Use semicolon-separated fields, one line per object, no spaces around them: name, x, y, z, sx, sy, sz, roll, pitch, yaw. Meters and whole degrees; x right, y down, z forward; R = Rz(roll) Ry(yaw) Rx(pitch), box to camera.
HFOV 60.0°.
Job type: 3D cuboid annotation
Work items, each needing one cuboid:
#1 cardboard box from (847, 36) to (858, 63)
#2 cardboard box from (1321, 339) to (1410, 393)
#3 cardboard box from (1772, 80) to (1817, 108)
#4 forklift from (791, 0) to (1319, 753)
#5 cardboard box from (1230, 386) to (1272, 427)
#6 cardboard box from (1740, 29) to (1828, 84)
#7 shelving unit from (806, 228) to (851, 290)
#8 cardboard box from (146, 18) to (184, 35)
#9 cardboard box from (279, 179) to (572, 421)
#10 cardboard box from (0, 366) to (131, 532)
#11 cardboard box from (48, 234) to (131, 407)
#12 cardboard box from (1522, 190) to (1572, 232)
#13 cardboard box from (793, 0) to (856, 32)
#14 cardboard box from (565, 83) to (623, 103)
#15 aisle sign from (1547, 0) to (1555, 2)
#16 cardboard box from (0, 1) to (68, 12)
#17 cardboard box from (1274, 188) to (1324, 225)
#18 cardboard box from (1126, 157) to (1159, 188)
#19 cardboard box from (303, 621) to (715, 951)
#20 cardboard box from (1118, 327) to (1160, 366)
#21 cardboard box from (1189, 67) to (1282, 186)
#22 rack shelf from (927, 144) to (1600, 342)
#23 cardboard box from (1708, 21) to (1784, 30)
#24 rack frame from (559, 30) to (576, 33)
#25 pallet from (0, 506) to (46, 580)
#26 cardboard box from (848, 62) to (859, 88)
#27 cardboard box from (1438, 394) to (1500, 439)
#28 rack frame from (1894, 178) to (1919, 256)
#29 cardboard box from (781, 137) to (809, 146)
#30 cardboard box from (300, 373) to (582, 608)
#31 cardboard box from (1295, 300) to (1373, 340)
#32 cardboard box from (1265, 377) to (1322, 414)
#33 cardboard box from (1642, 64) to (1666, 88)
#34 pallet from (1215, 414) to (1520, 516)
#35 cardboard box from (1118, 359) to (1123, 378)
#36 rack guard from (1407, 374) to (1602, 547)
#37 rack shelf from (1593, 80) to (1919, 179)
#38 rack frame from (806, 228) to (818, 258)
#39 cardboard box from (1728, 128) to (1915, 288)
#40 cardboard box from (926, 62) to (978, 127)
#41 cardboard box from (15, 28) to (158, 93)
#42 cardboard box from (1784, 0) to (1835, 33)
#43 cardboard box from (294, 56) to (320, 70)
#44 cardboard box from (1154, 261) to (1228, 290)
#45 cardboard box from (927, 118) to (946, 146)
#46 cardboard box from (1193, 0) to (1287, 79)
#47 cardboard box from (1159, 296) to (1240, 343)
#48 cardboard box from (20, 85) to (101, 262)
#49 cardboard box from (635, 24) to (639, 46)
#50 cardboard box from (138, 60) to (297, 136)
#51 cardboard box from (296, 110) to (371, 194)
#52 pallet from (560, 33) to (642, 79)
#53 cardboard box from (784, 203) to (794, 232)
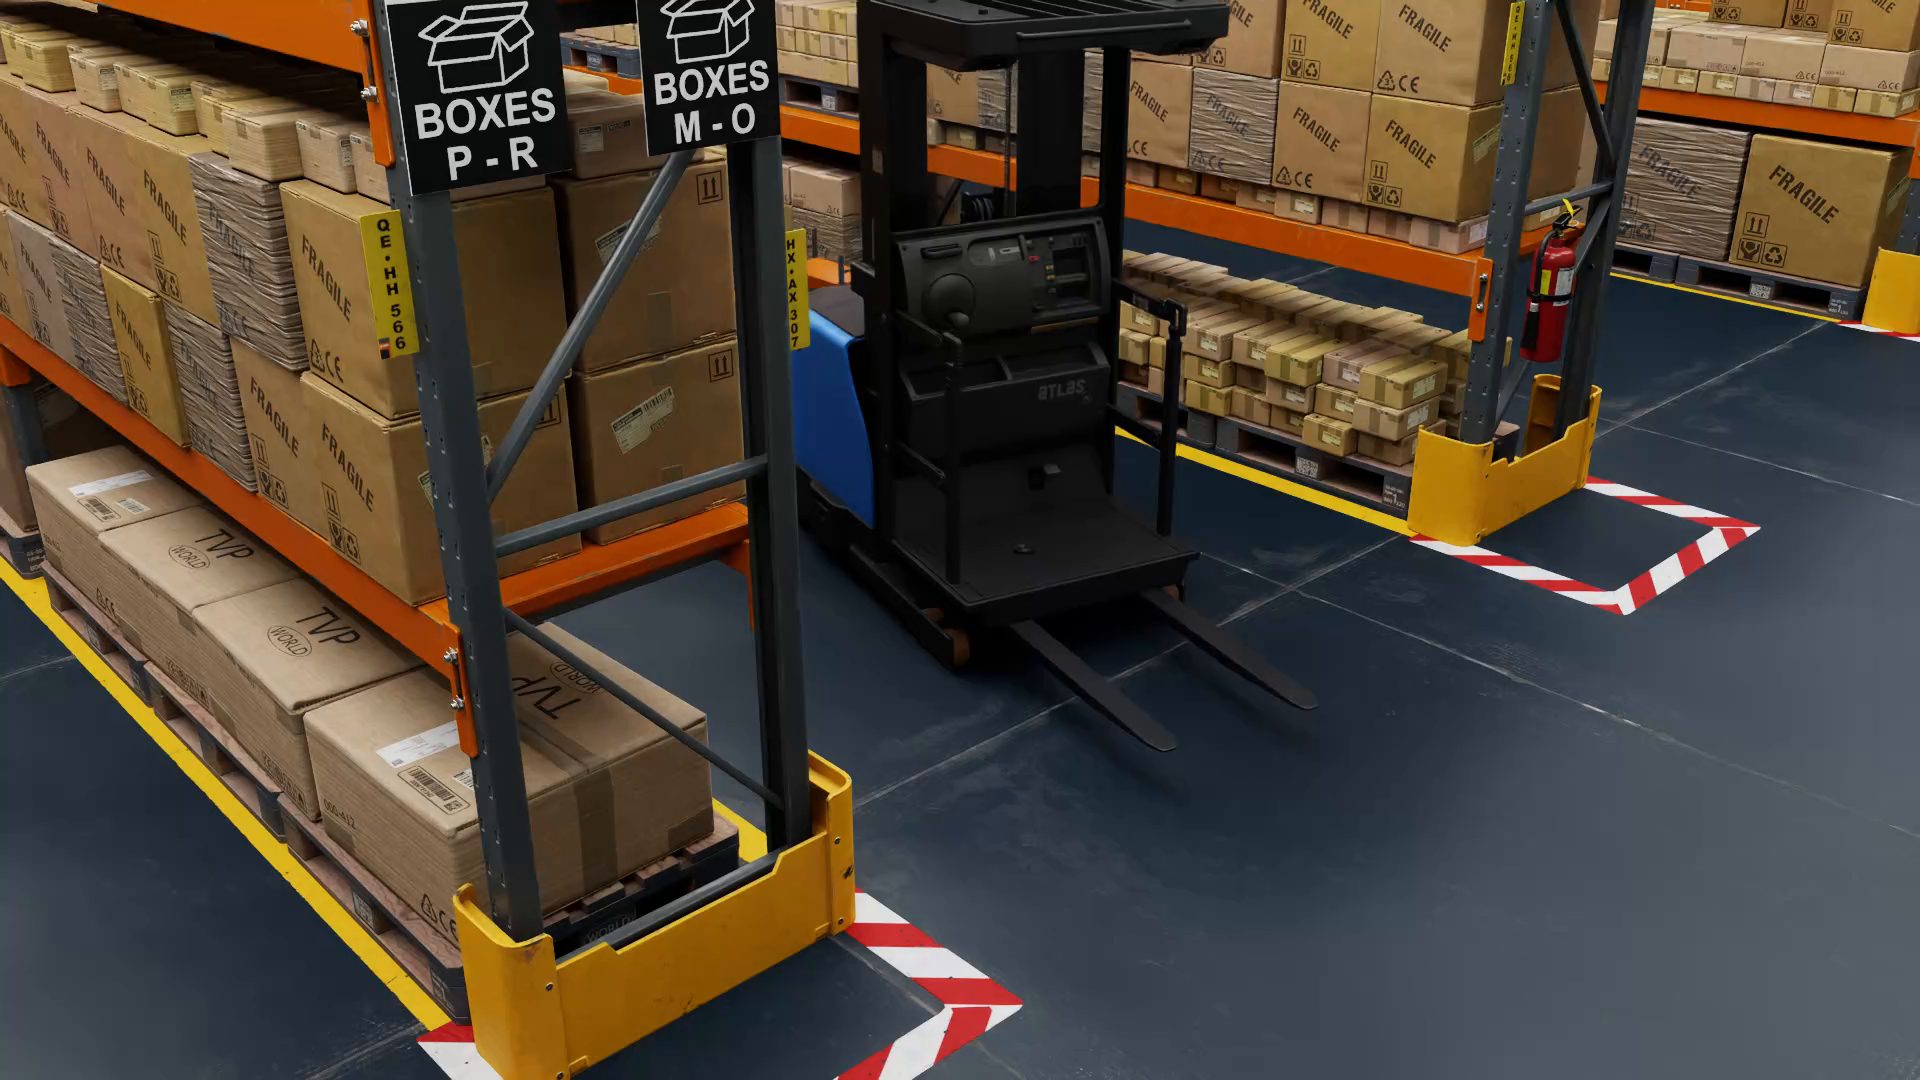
cardboard box;-0.463;-3.004;10.160;0.380;0.149;0.250;-20;31;-37
cardboard box;2.010;-0.861;8.236;0.380;0.149;0.250;-20;32;-37
cardboard box;5.542;-2.947;10.899;0.380;0.149;0.250;-21;32;-38
forklift;0.288;-1.035;6.486;1.130;2.935;3.031;-12;27;-25
cardboard box;1.629;-0.735;8.676;0.380;0.149;0.250;-21;32;-38
cardboard box;5.505;-3.185;10.939;0.500;0.250;0.500;-22;32;-39
shelving unit;-0.640;-0.892;8.259;0.258;1.200;0.503;-21;32;-38
cardboard box;-2.698;-1.825;6.029;0.380;0.149;0.250;-22;32;-39
cardboard box;-1.361;-0.660;4.257;0.500;0.500;0.500;-20;31;-37
cardboard box;-4.074;-0.682;7.686;0.875;0.875;0.875;-20;31;-37
cardboard box;-2.786;-0.816;5.803;0.500;0.500;0.500;-21;32;-38
cardboard box;2.705;-1.593;7.930;0.380;0.149;0.250;-22;32;-39
cardboard box;-0.823;-3.301;10.452;0.380;0.149;0.250;-23;33;-40
cardboard box;-1.129;-1.122;4.488;0.380;0.149;0.250;-20;31;-37
aisle sign;2.518;-2.591;6.684;0.394;0.787;0.004;-21;32;-38
cardboard box;-3.565;-1.919;6.236;0.380;0.149;0.250;-22;32;-39
cardboard box;1.741;-1.648;8.052;0.380;0.149;0.250;-20;31;-37
cardboard box;1.060;-1.981;8.782;0.380;0.149;0.250;-20;31;-37
cardboard box;-1.381;0.722;5.134;0.875;0.438;0.875;22;33;40
cardboard box;1.028;-1.093;9.102;0.380;0.149;0.250;-21;32;-38
cardboard box;1.490;-2.068;8.190;0.500;0.500;0.500;-21;32;-38
rack shelf;1.320;-1.794;8.936;1.077;0.370;4.000;-21;32;-38
cardboard box;5.545;-3.490;11.609;0.500;0.250;0.500;23;33;40
rack frame;-2.781;-3.939;12.771;1.000;3.000;0.127;-21;32;-38
pallet;-4.174;-0.236;8.014;1.003;0.211;1.213;-21;32;-38
cardboard box;-0.463;-2.869;10.221;0.380;0.149;0.250;-22;33;-40
cardboard box;2.562;-0.659;8.510;0.380;0.149;0.250;-20;32;-37
rack frame;6.376;-2.892;10.476;1.000;3.000;0.127;-21;32;-38
cardboard box;-1.070;-2.738;11.740;0.500;0.250;0.500;-20;31;-37
cardboard box;-1.380;-0.197;4.448;0.500;0.500;0.500;-21;32;-38
cardboard box;1.992;-1.149;8.867;0.250;0.149;0.380;22;32;39
cardboard box;1.761;-0.781;8.418;0.250;0.149;0.380;22;33;40
cardboard box;4.848;-3.256;11.575;0.380;0.149;0.250;-20;32;-37
pallet;2.105;-0.526;8.649;1.003;0.211;1.213;-21;32;-38
cardboard box;0.884;-1.039;9.341;0.380;0.149;0.250;-22;33;-40
rack guard;2.635;-0.402;8.028;1.175;0.500;0.348;-21;32;-38
rack shelf;5.009;-3.171;11.953;1.077;0.370;4.000;-21;32;-38
rack frame;-0.804;-0.967;8.423;0.240;1.200;0.015;-21;32;-38
cardboard box;5.881;-2.288;11.205;0.875;0.875;0.875;-21;32;-38
cardboard box;0.107;-2.687;9.547;0.500;0.500;0.500;-22;32;-39
cardboard box;-2.887;-1.599;5.534;0.380;0.149;0.250;-22;33;-40
cardboard box;5.904;-3.674;11.108;0.500;0.500;0.500;-22;33;-40
cardboard box;-1.927;-1.544;5.414;0.380;0.149;0.250;-22;33;-40
cardboard box;1.331;-1.484;9.601;0.250;0.149;0.380;22;33;40
cardboard box;-0.092;-2.435;9.775;0.380;0.149;0.250;-20;31;-37
cardboard box;1.484;-2.528;7.994;0.500;0.500;0.500;-19;31;-36
cardboard box;1.286;-1.177;8.928;0.250;0.149;0.380;23;33;40
cardboard box;-2.760;-1.267;5.588;0.500;0.500;0.500;-21;32;-38
cardboard box;-2.069;-3.579;11.778;0.380;0.149;0.250;-19;31;-36
cardboard box;-2.161;-1.299;4.877;0.380;0.149;0.250;-20;31;-37
cardboard box;-1.440;-0.998;4.218;0.380;0.149;0.250;-21;32;-38
pallet;-2.216;-3.667;12.404;1.213;0.211;1.003;-21;32;-38
cardboard box;-1.087;-2.090;11.222;0.500;0.500;0.500;-22;33;-40
